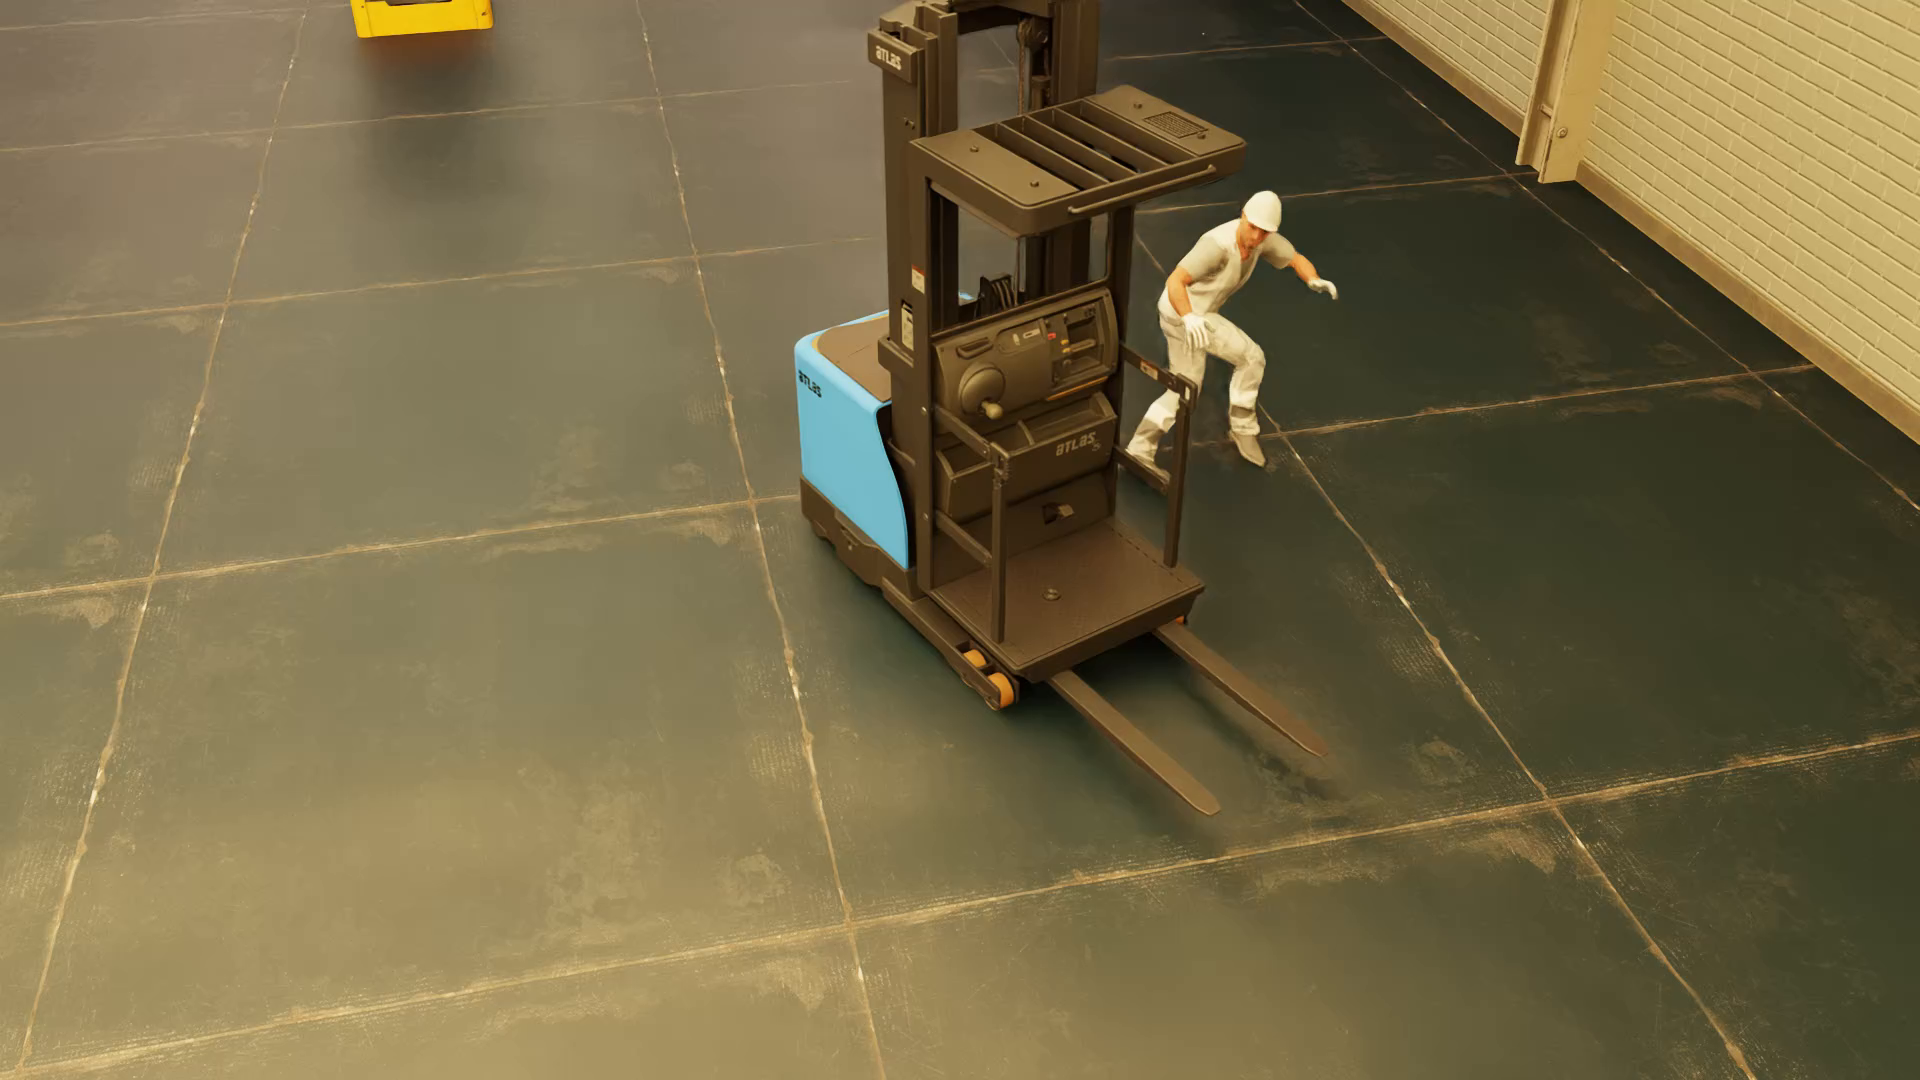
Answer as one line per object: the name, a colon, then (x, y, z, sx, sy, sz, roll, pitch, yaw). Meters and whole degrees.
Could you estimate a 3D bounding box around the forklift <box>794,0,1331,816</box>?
forklift: (0.423, -0.746, 7.086, 1.130, 2.935, 3.031, -22, 41, -27)

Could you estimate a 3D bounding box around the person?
person: (1.440, -1.067, 8.712, 0.949, 1.511, 1.000, 13, 38, 18)
